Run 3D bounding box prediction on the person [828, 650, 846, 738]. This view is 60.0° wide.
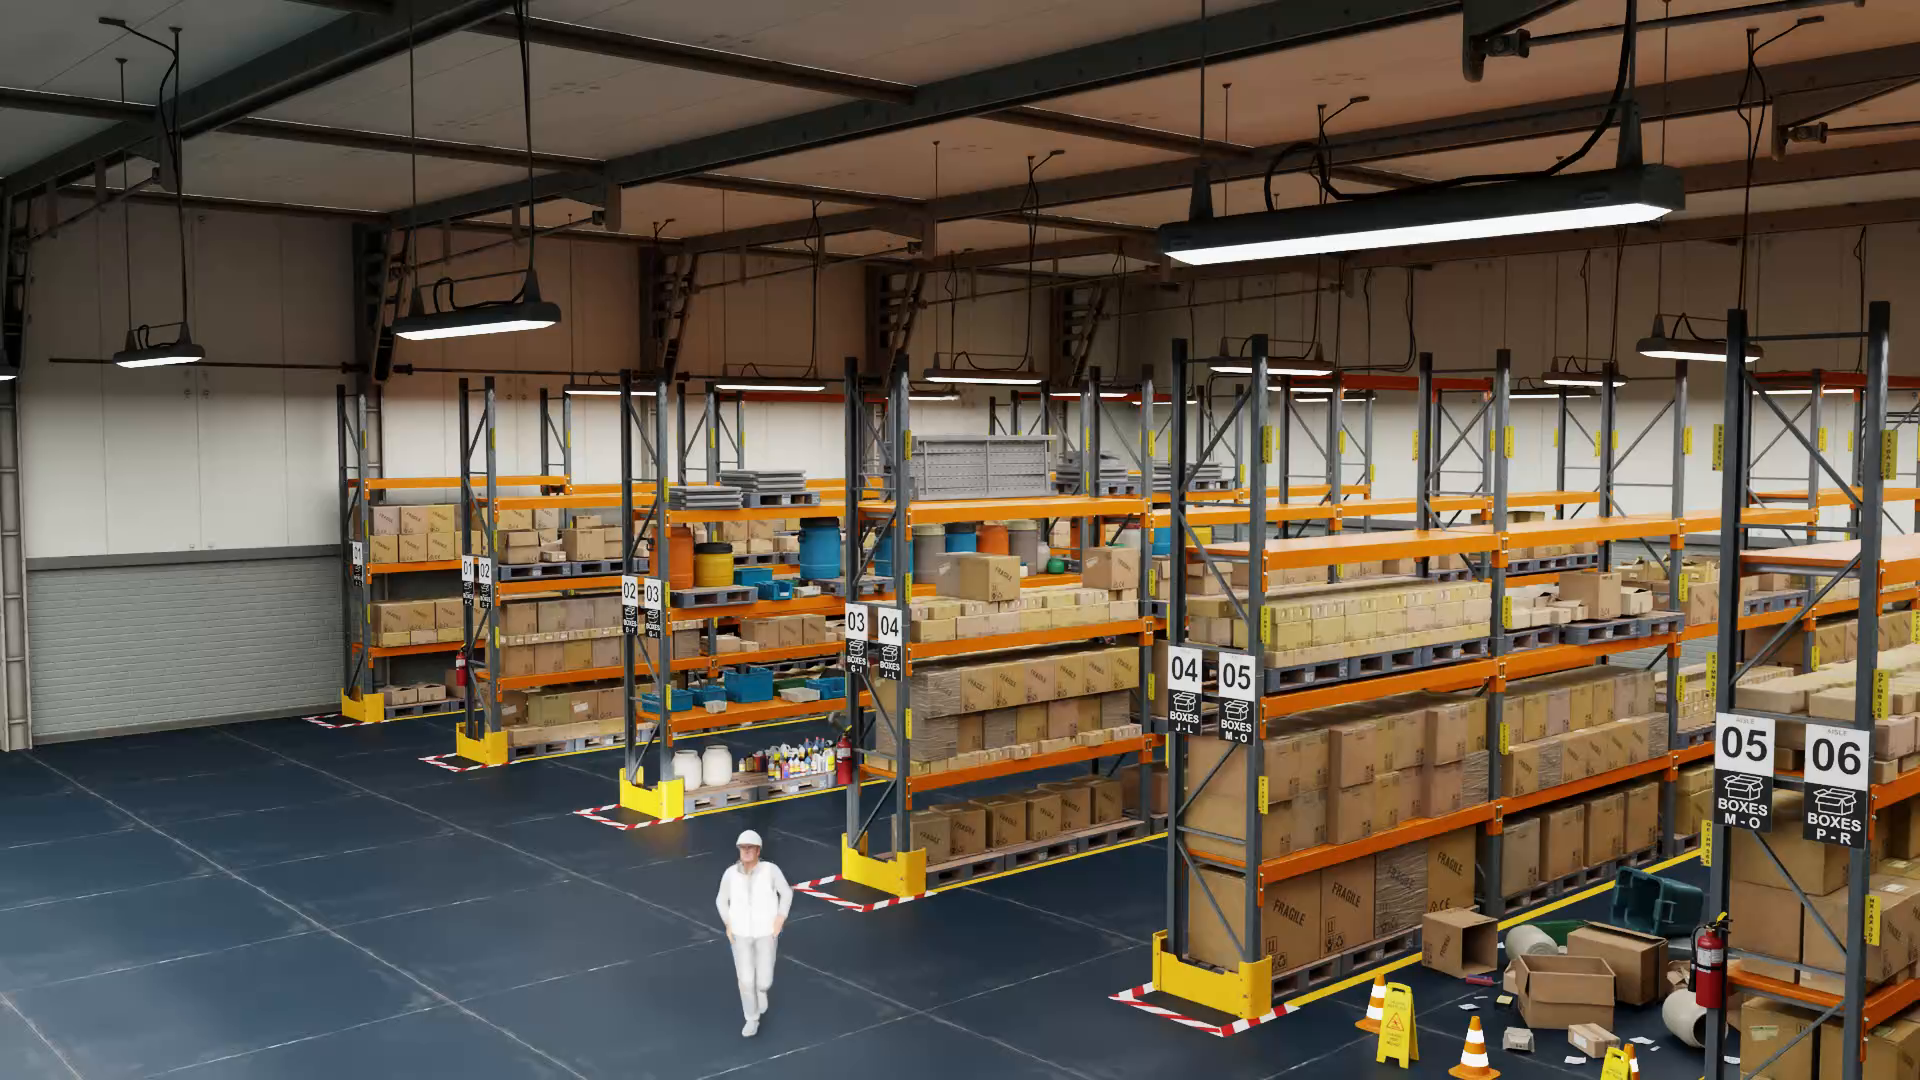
[{"bbox_3d":[-1.868,2.572,26.675,0.583,1.647,0.700,3,5,41],"label":"person"}]

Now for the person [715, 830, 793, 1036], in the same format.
[{"bbox_3d":[-1.790,3.364,14.338,0.640,1.739,0.540,0,4,-1],"label":"person"}]
